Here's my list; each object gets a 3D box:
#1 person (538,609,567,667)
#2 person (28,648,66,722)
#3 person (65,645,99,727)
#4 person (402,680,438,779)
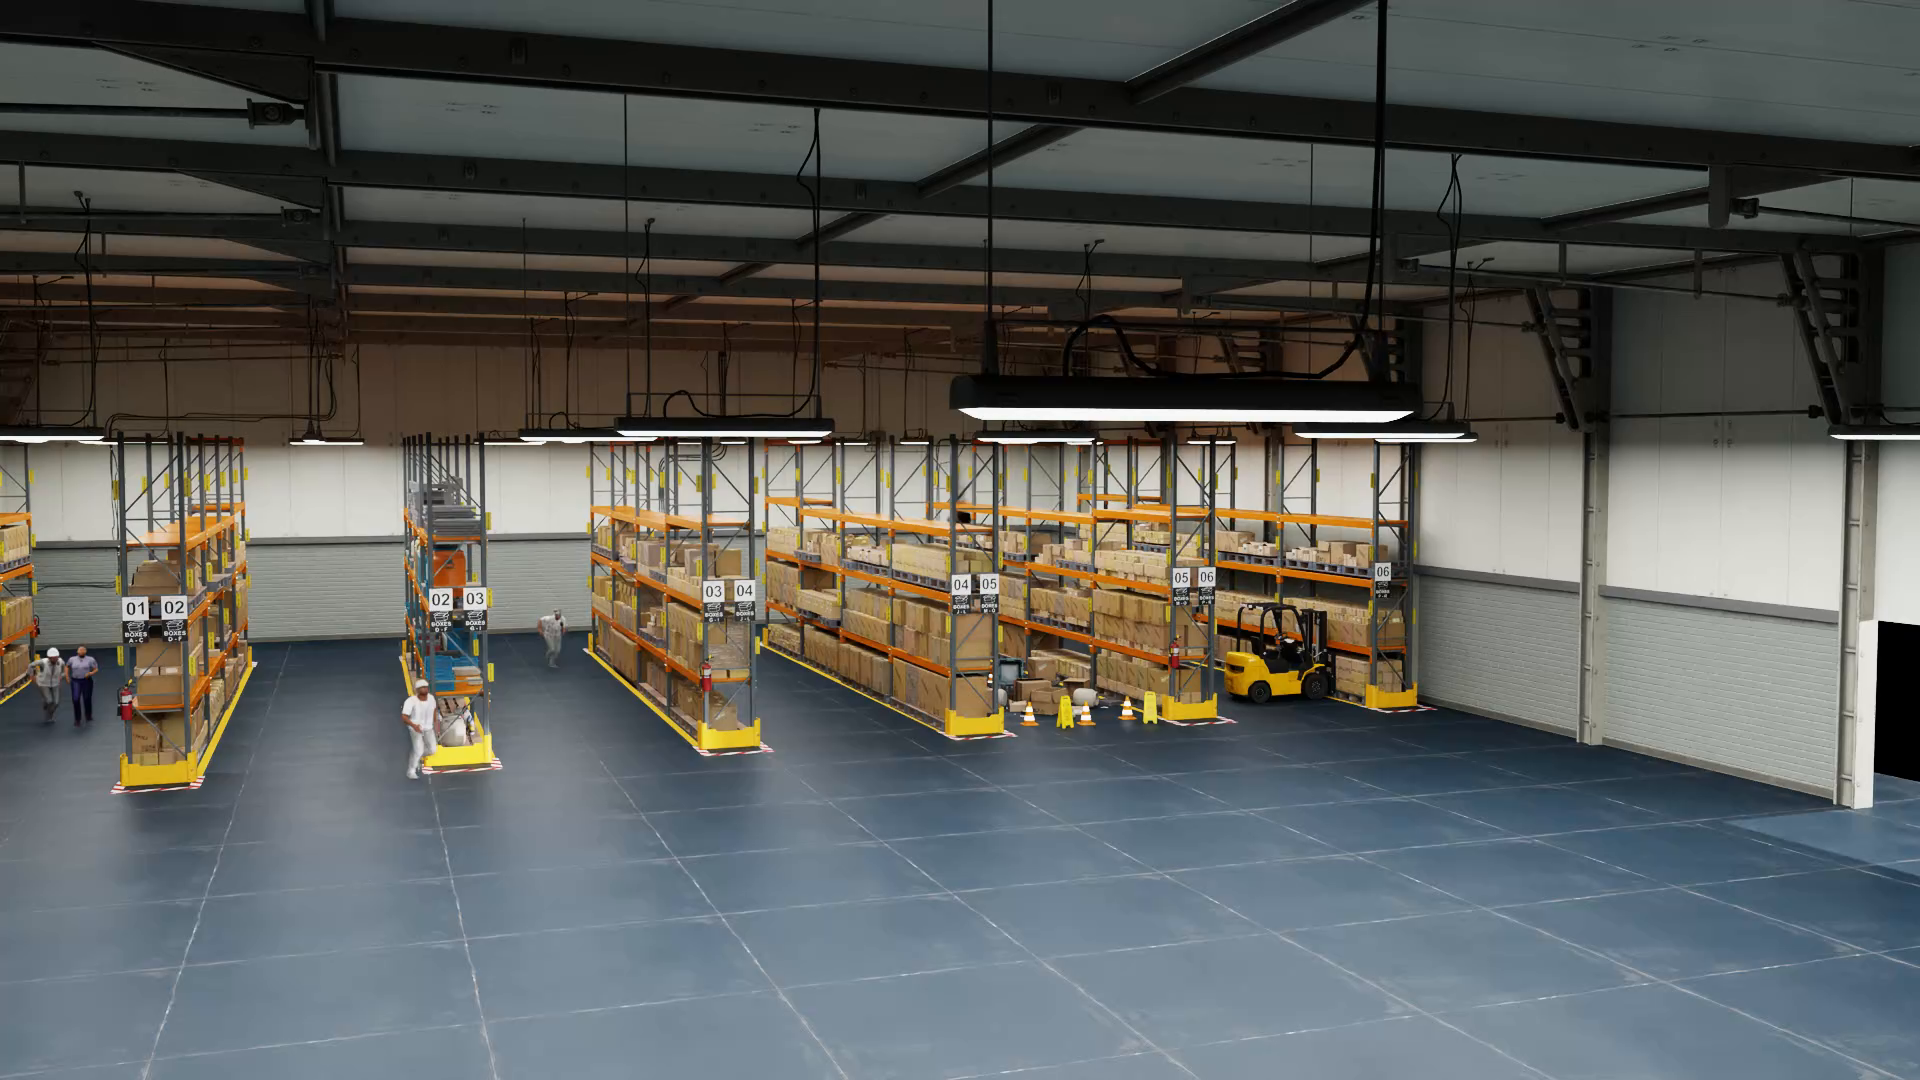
[{"bbox_3d":[-10.557,2.551,43.117,0.693,1.571,0.891,-2,4,-35],"label":"person"},{"bbox_3d":[-18.879,3.016,34.436,0.683,1.598,0.854,-3,4,-44],"label":"person"},{"bbox_3d":[-18.141,3.021,34.367,0.614,1.703,0.705,-2,4,-28],"label":"person"},{"bbox_3d":[-9.326,3.267,28.833,0.594,1.703,0.729,3,4,40],"label":"person"}]
